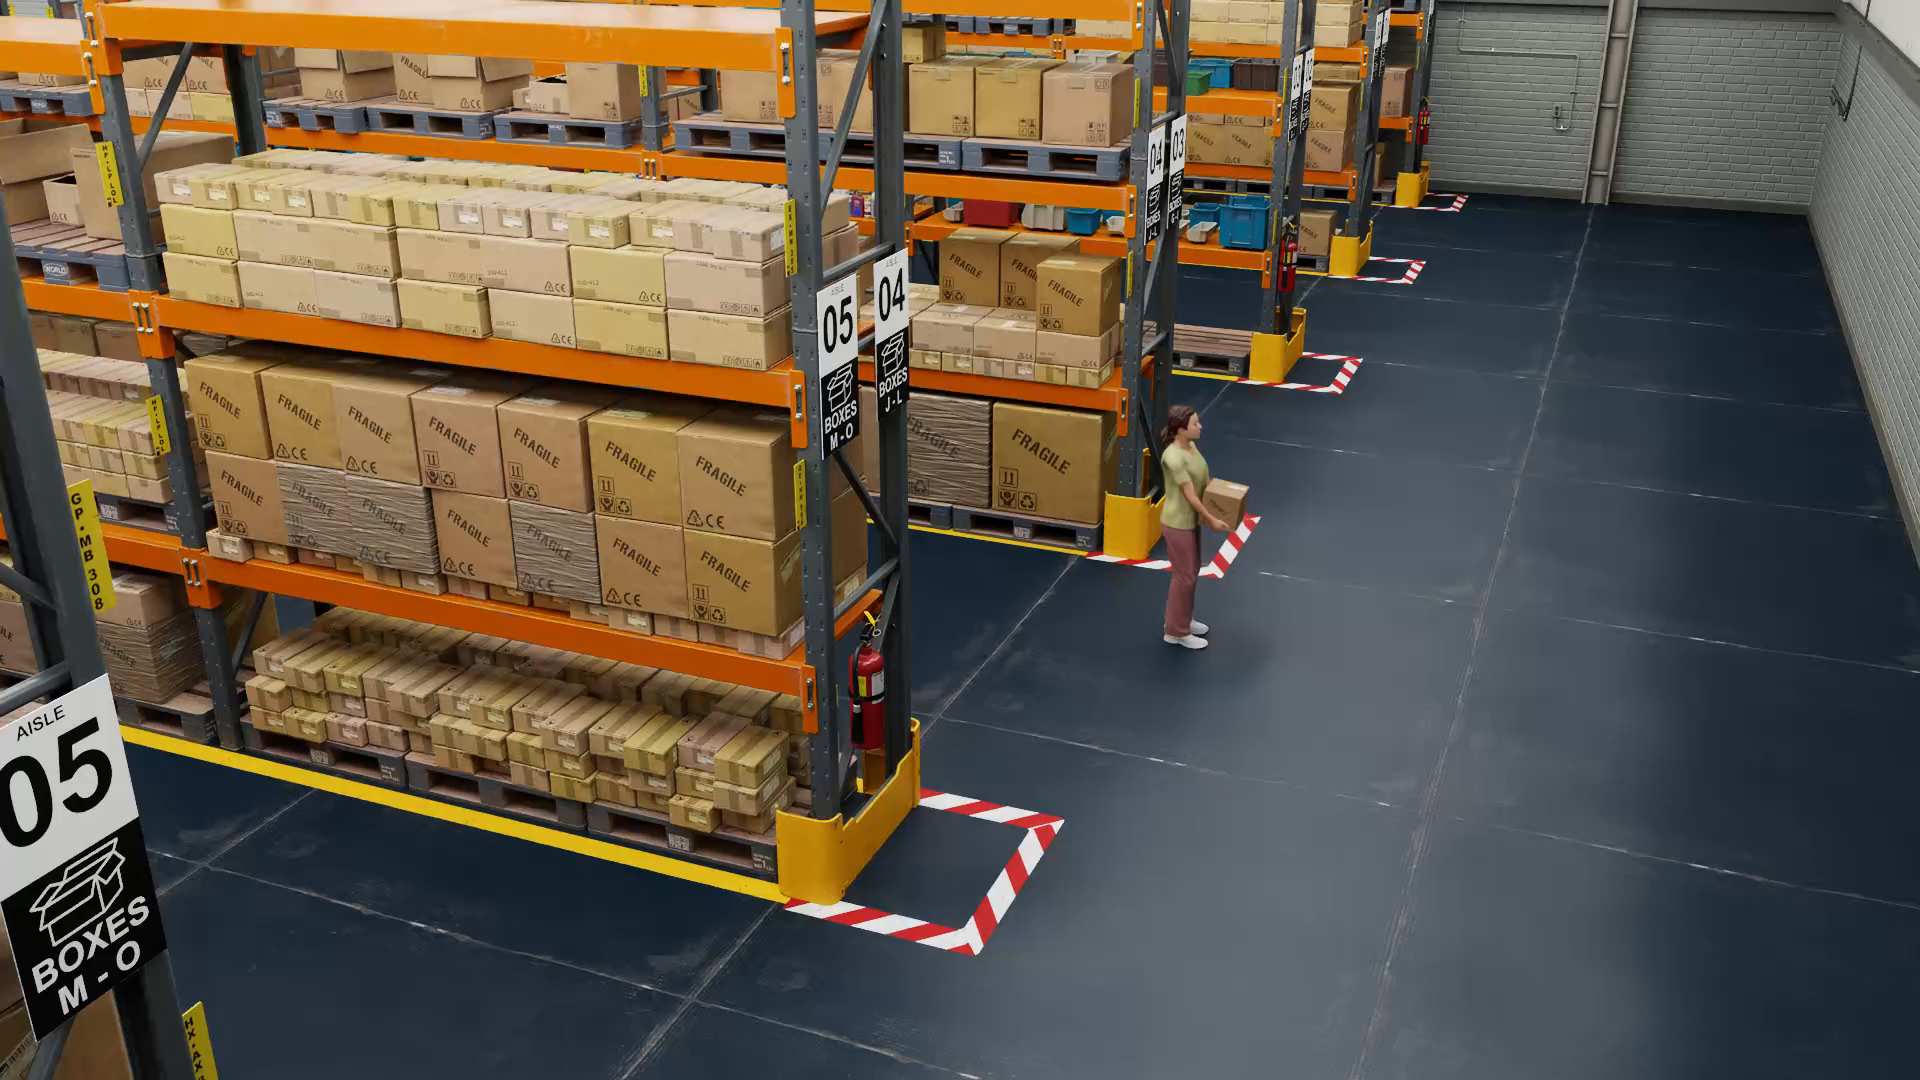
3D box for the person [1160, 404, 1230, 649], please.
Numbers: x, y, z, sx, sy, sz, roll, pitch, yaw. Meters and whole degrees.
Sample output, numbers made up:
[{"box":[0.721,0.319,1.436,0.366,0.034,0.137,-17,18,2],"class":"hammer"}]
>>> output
[{"box":[1.570,-0.094,11.156,0.548,1.667,0.421,9,24,20],"class":"person"}]
